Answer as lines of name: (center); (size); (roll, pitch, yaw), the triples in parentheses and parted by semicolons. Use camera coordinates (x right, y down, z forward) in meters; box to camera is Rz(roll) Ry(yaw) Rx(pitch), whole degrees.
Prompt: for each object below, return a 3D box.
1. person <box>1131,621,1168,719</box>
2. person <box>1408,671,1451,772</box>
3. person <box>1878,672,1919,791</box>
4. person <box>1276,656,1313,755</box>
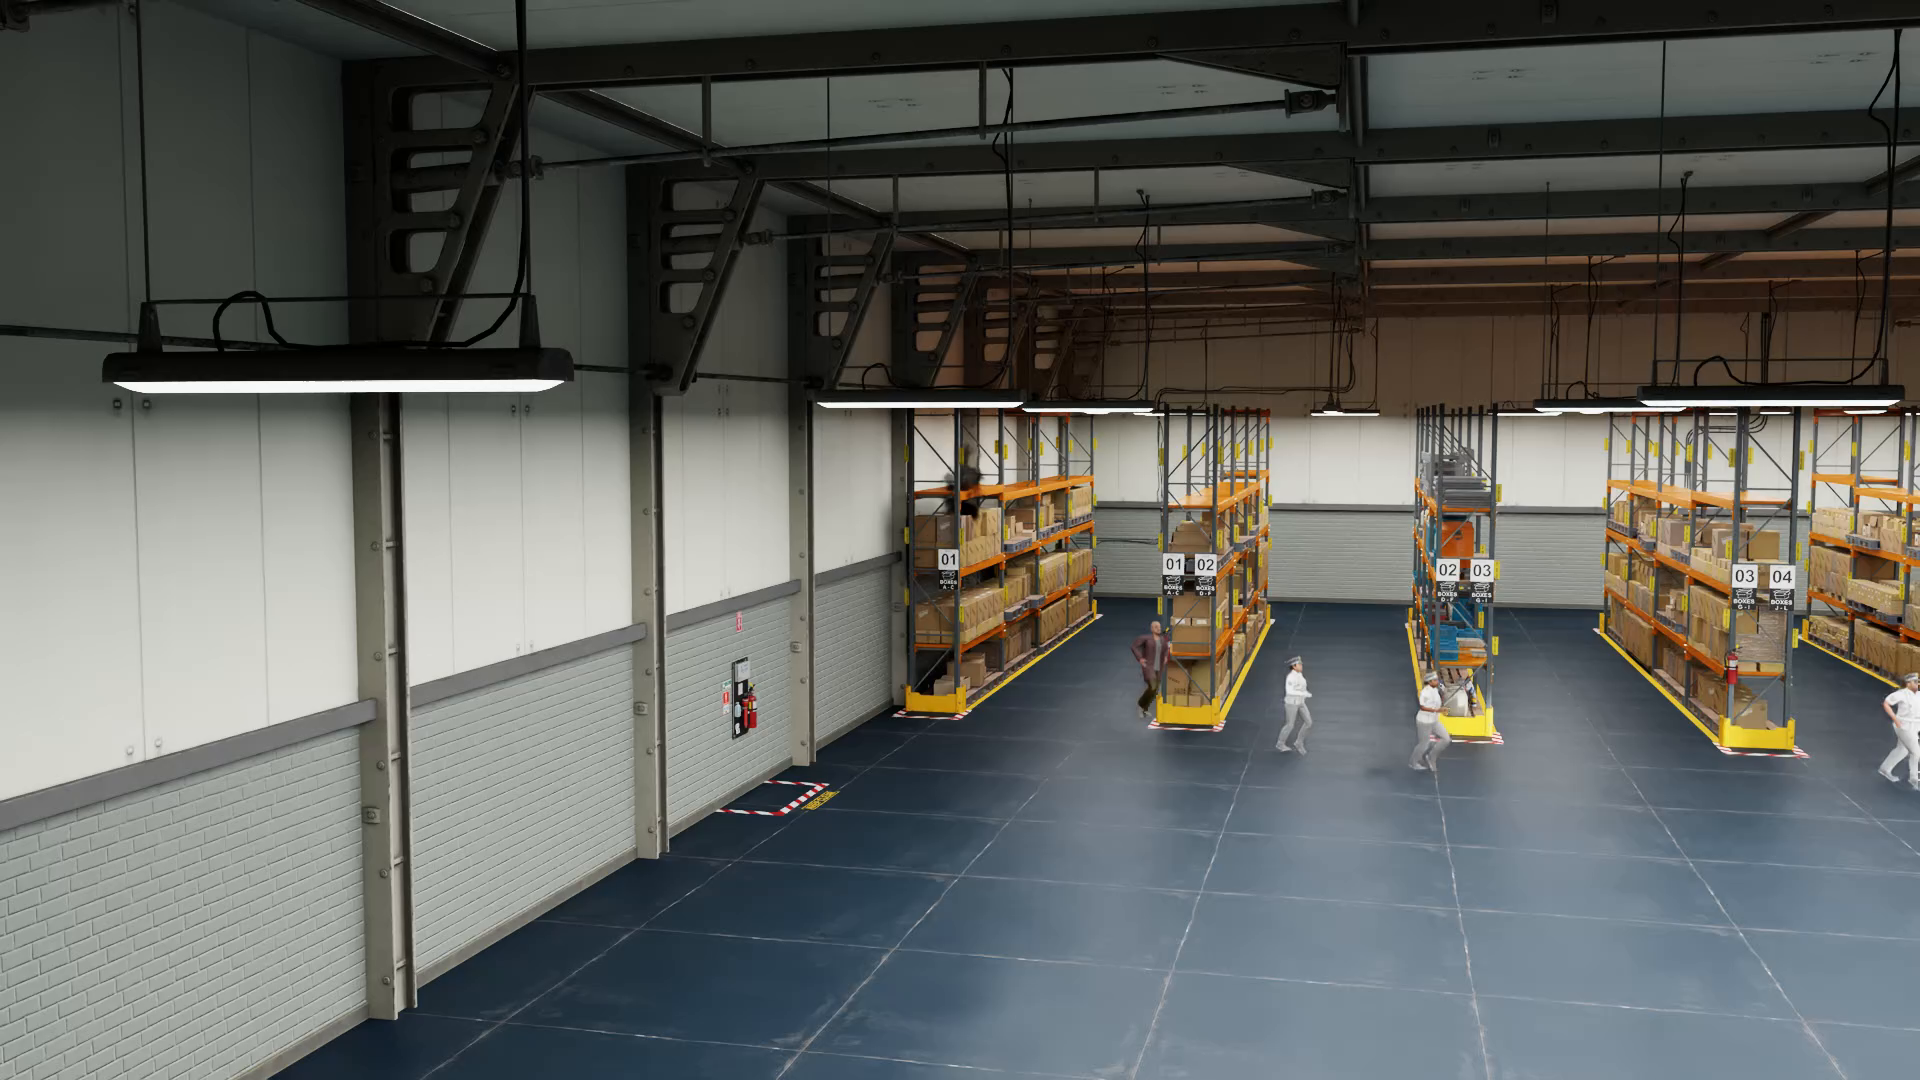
person: (3.520, 2.373, 30.294); (0.726, 1.780, 0.590); (-2, 5, -29)
person: (7.575, 2.929, 26.838); (0.566, 1.675, 0.686); (-4, 6, -45)
person: (14.770, 2.964, 25.918); (0.629, 1.856, 0.794); (-3, 5, -37)
person: (5.716, 2.824, 28.331); (0.703, 1.722, 0.605); (4, 6, 43)
